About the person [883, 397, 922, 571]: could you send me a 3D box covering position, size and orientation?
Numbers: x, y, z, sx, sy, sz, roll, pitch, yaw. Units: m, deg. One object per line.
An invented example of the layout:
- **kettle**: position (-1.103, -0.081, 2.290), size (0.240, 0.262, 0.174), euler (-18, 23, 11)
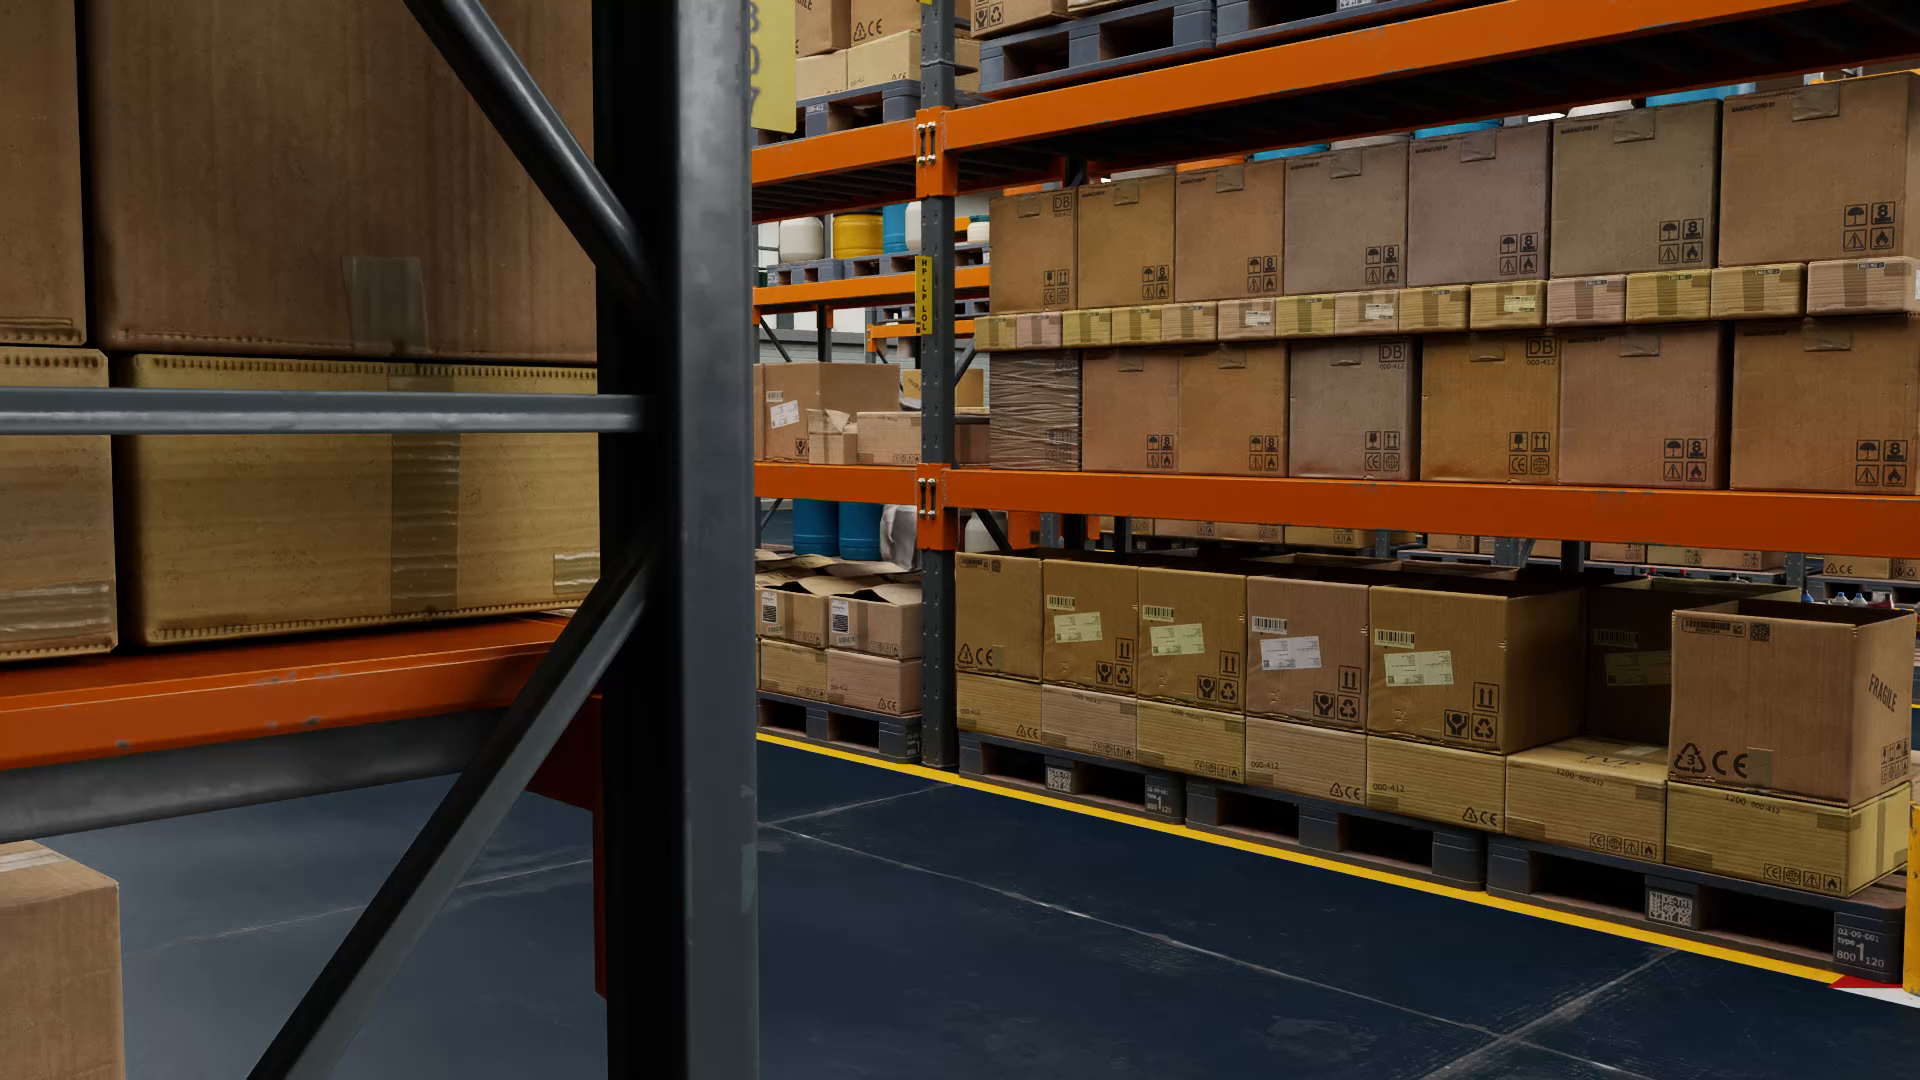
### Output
- **person**: position (-0.338, -0.103, 11.374), size (0.468, 1.752, 0.341), euler (-4, 5, -43)
